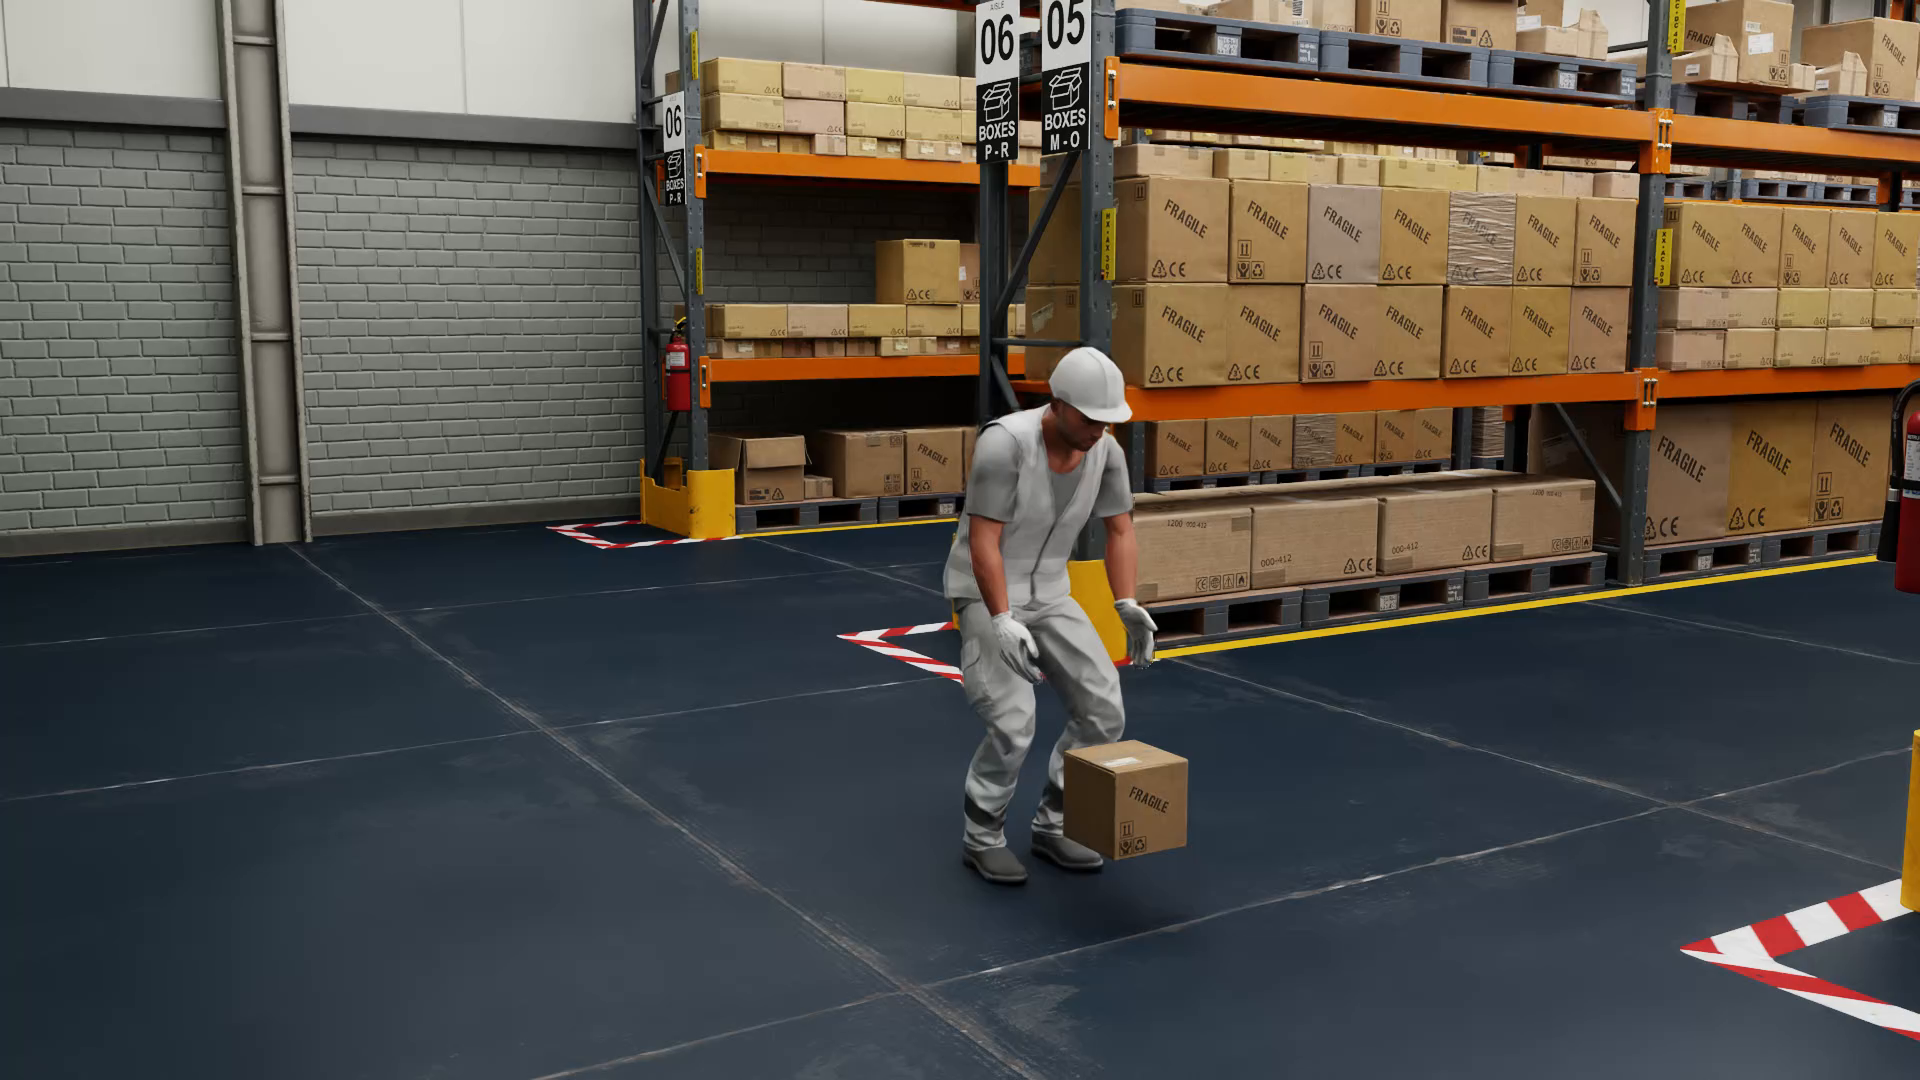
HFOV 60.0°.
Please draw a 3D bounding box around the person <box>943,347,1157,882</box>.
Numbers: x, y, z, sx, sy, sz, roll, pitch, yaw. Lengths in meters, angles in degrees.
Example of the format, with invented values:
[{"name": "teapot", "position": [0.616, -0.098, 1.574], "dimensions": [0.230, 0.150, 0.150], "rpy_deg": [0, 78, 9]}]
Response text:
[{"name": "person", "position": [0.264, 0.215, 4.967], "dimensions": [0.575, 1.580, 0.647], "rpy_deg": [-5, 9, -30]}]
